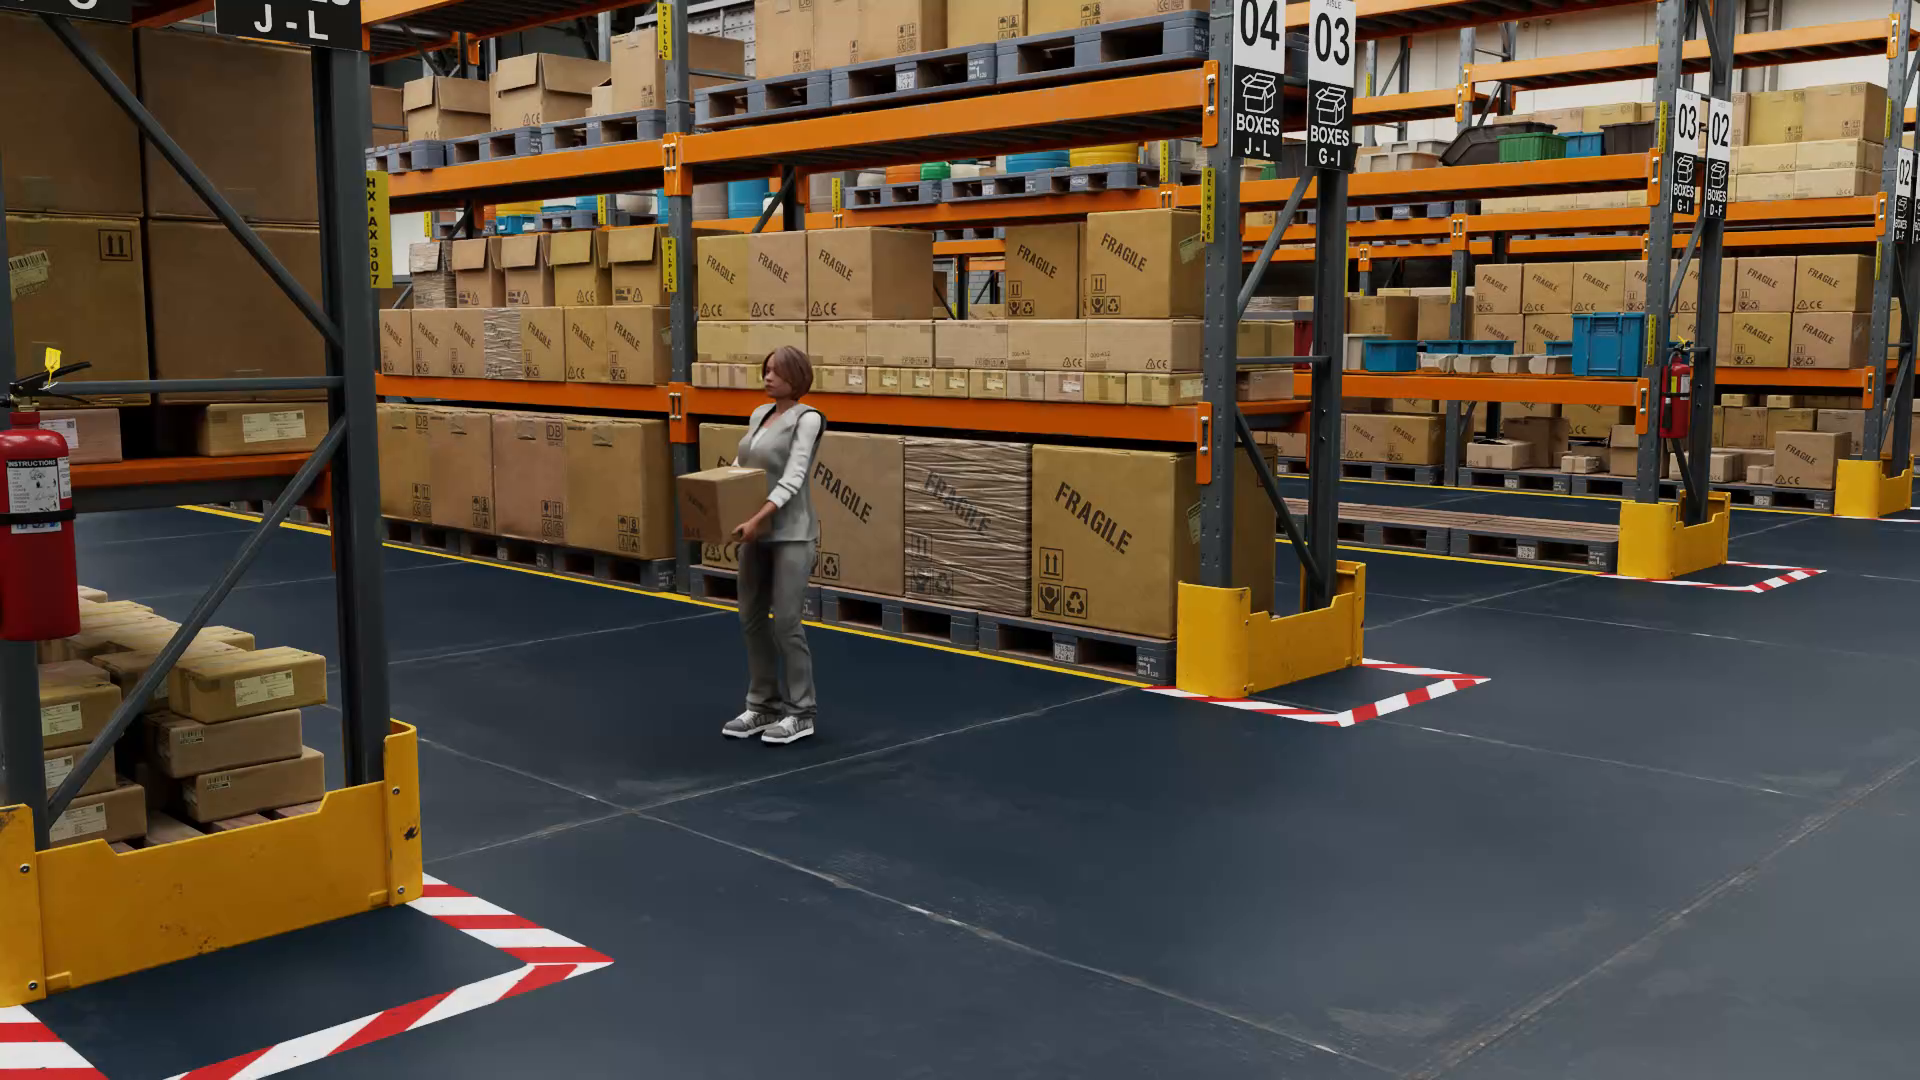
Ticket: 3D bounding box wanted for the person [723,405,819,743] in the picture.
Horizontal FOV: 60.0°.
[{"bbox_3d":[-0.755,0.133,6.734,0.425,1.349,0.346,7,10,43],"label":"person"}]
